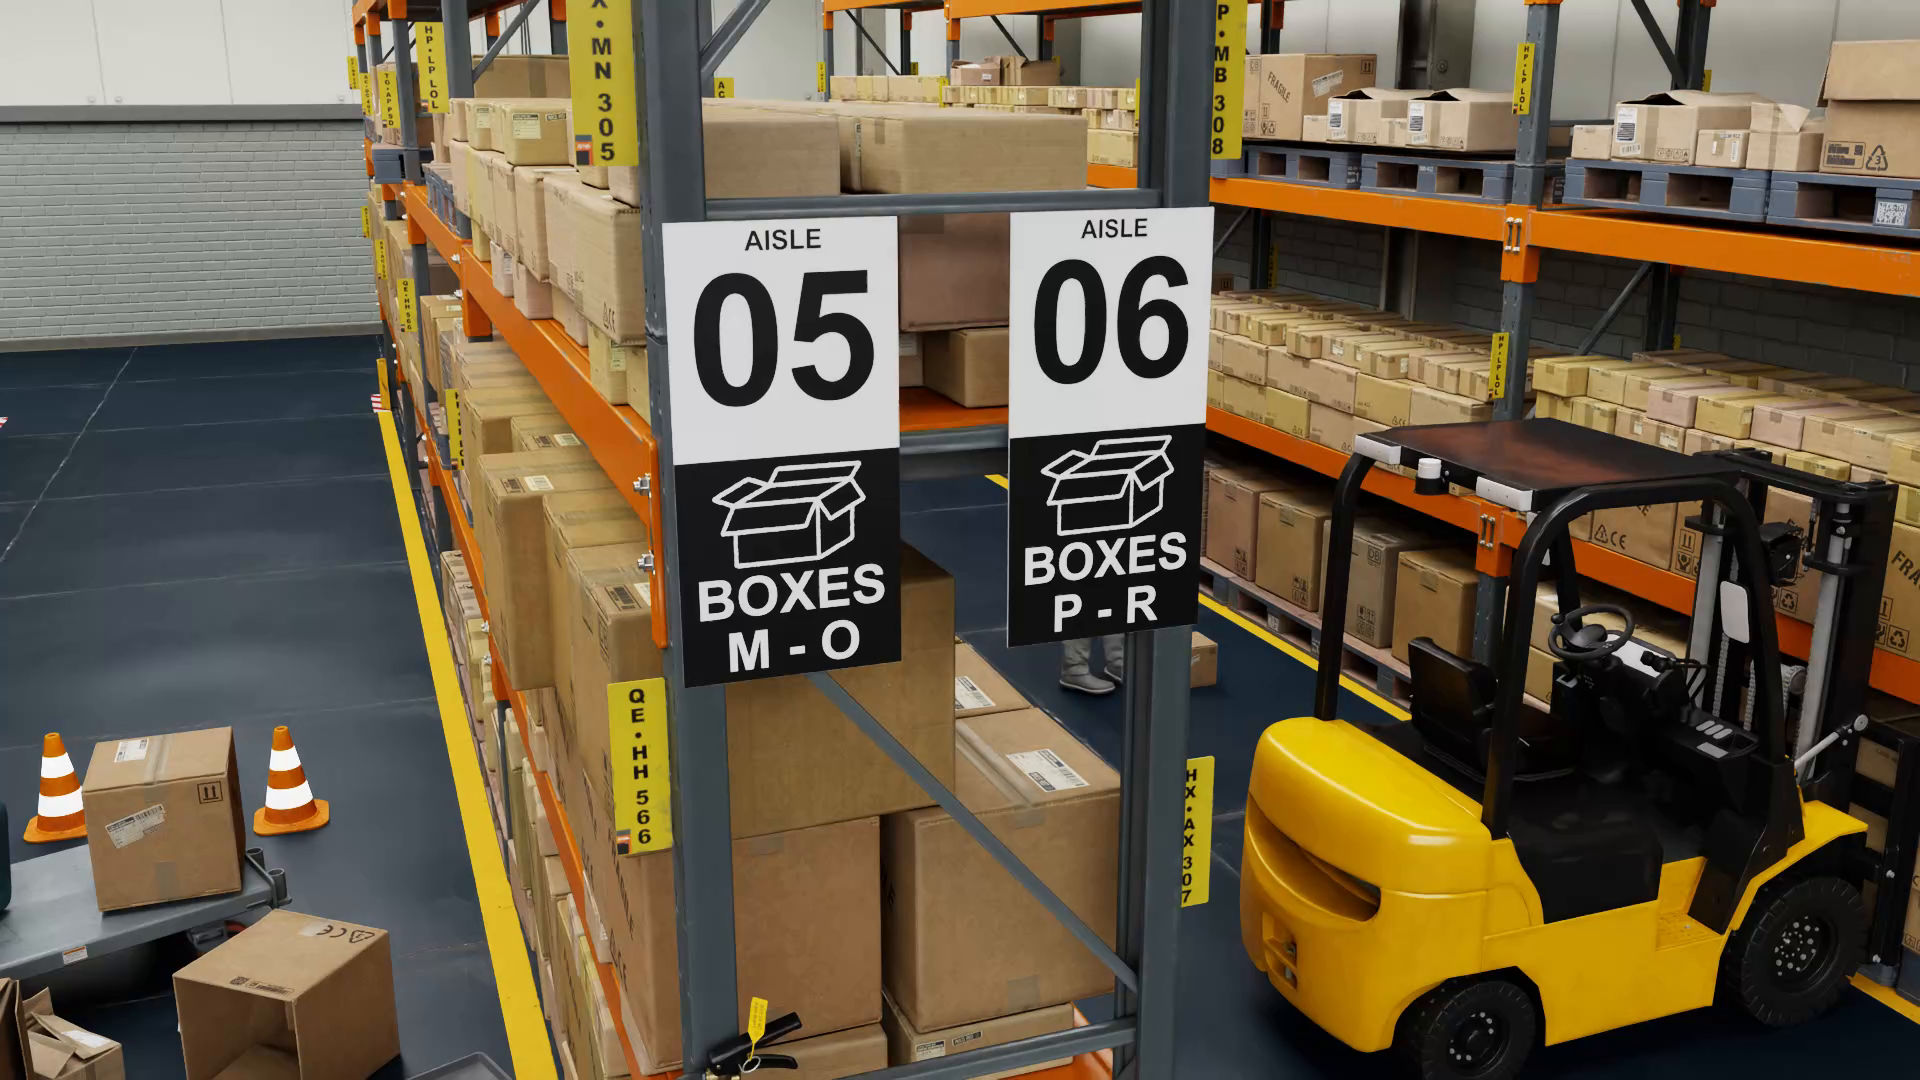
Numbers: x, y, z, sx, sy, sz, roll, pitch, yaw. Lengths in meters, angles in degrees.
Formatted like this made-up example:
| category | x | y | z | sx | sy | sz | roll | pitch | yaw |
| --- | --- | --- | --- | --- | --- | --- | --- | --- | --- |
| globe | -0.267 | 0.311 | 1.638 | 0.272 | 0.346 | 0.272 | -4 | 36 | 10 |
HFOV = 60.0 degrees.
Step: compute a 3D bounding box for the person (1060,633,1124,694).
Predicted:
| category | x | y | z | sx | sy | sz | roll | pitch | yaw |
| --- | --- | --- | --- | --- | --- | --- | --- | --- | --- |
| person | 0.847 | 0.046 | 9.448 | 0.550 | 1.820 | 0.575 | 4 | 16 | 14 |
